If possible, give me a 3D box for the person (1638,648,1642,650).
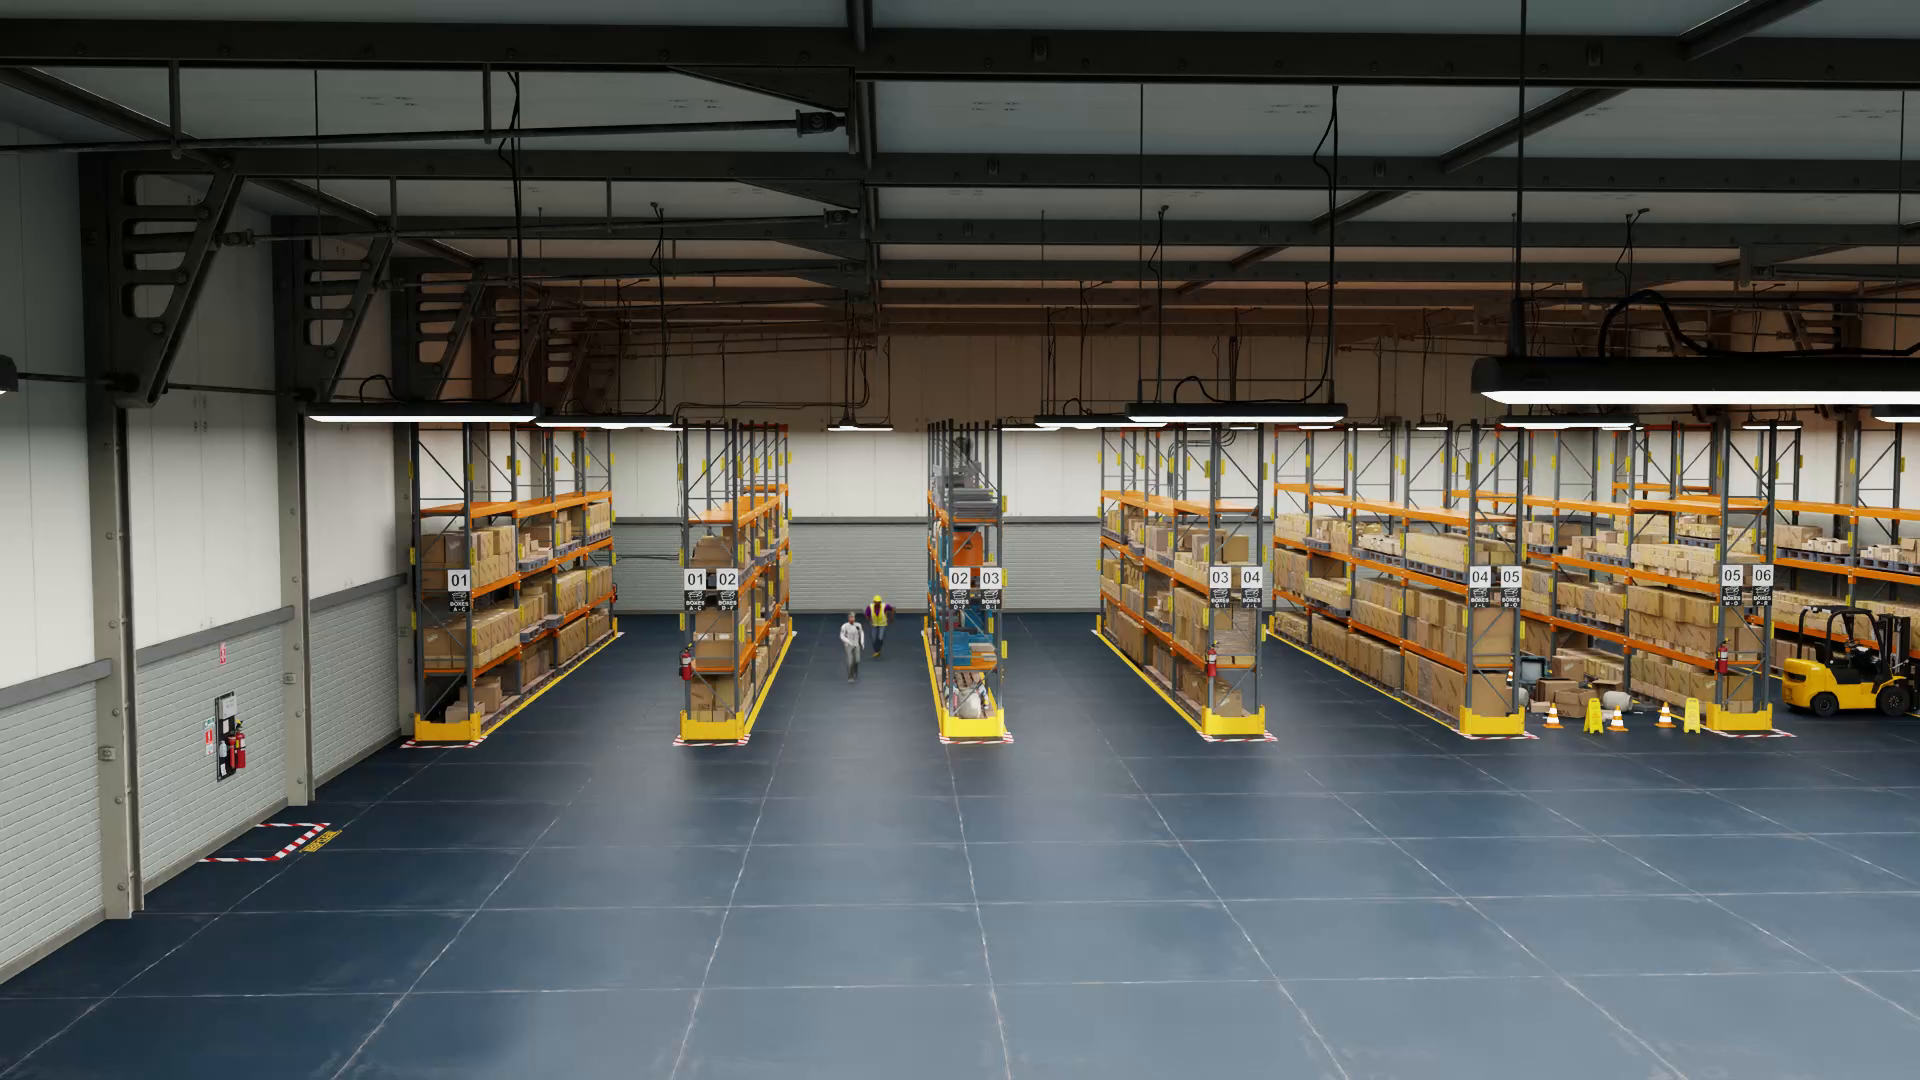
[{"bbox_3d":[16.760,2.240,40.566,0.670,1.778,0.991,0,4,-3],"label":"person"}]

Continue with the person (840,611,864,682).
[{"bbox_3d":[-2.459,2.450,38.216,0.592,1.646,0.633,-1,4,-15],"label":"person"}]

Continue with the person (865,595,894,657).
[{"bbox_3d":[-2.045,2.197,42.319,0.722,1.623,0.816,0,4,2],"label":"person"}]
